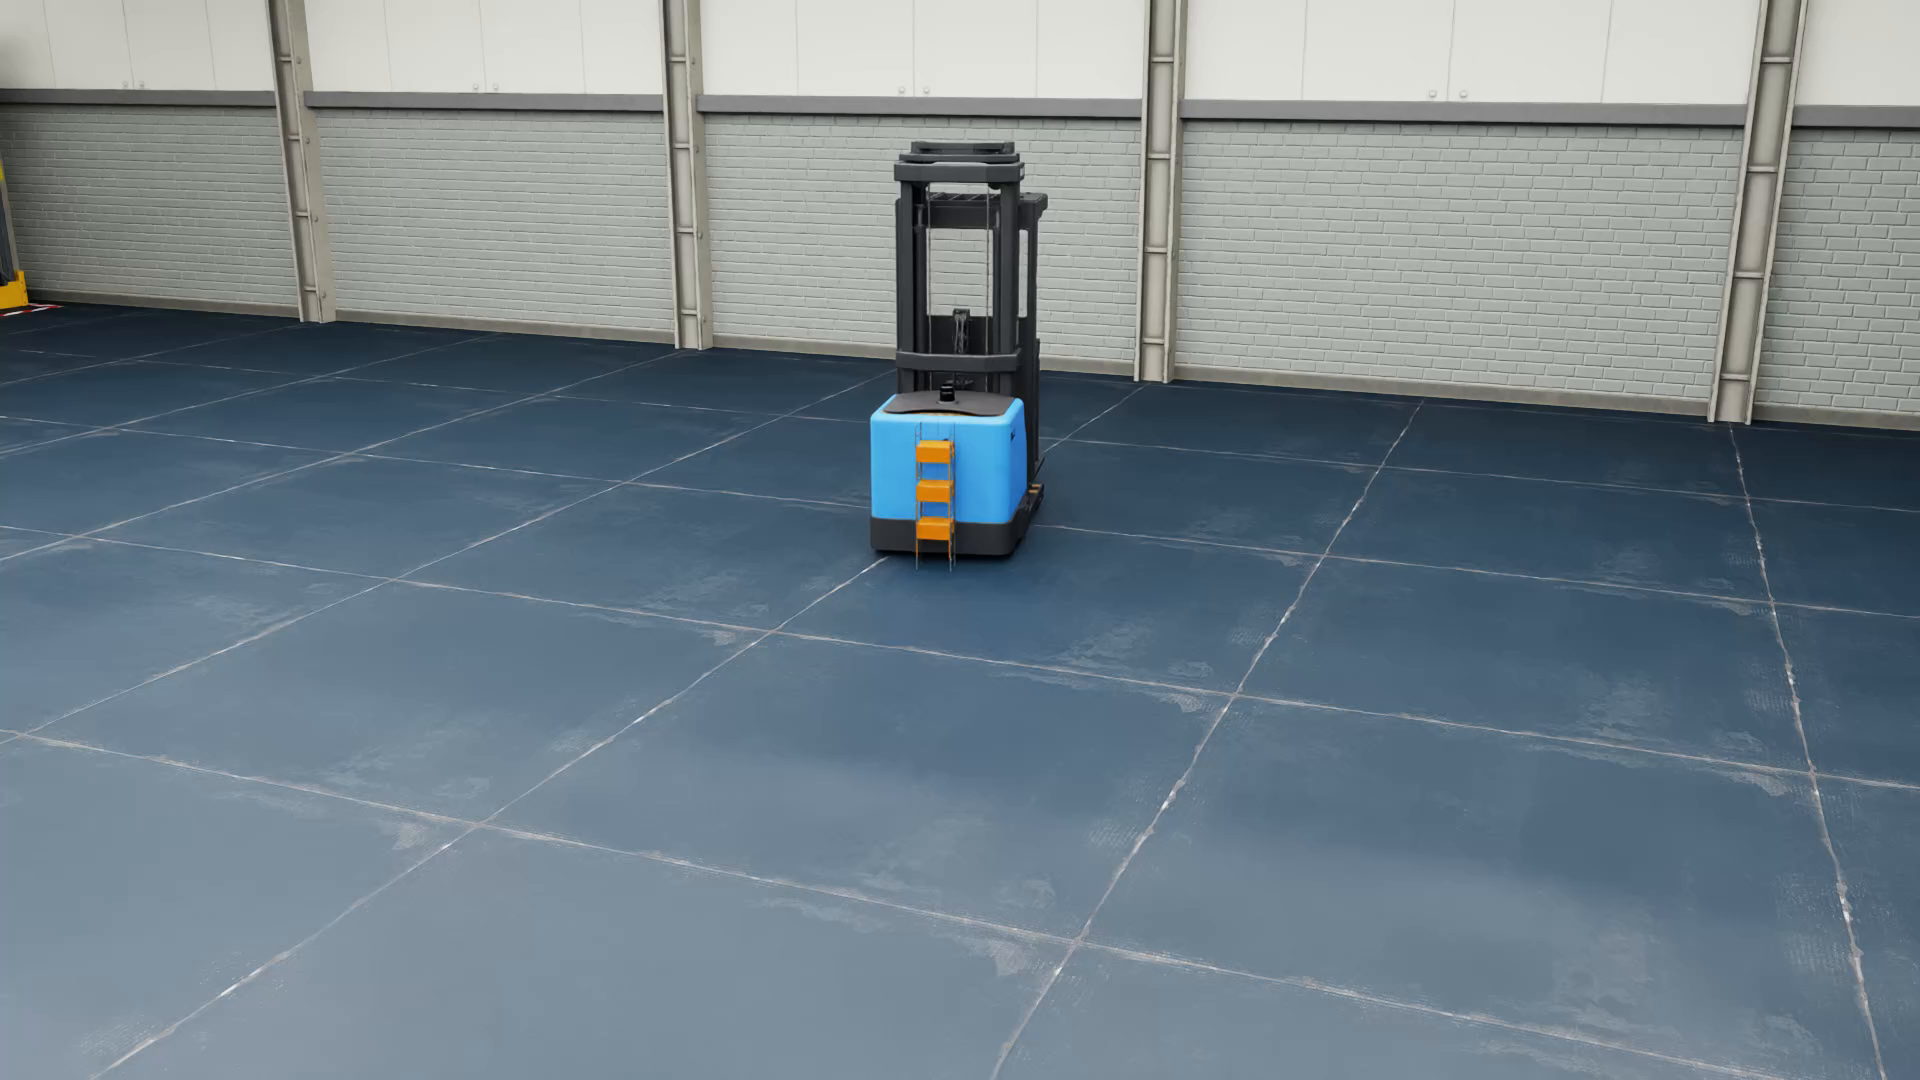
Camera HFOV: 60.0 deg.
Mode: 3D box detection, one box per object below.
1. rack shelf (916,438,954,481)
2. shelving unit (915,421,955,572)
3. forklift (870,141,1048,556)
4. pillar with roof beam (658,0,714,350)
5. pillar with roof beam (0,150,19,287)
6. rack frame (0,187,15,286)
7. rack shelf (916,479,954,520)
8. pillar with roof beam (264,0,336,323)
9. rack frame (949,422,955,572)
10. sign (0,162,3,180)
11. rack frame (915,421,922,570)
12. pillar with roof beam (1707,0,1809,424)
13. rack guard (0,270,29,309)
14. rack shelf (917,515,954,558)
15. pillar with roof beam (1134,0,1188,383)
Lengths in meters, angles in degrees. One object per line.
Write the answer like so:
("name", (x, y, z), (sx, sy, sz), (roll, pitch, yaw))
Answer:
("rack shelf", (-0.174, -0.570, 11.772), (0.240, 0.259, 0.215), (3, 16, 9))
("shelving unit", (-0.174, -0.307, 11.849), (0.252, 1.050, 0.215), (3, 16, 9))
("forklift", (0.090, -1.662, 13.140), (1.130, 2.935, 3.031), (3, 16, 9))
("pillar with roof beam", (-4.946, -5.649, 15.993), (0.400, 9.000, 9.100), (6, 17, 21))
("pillar with roof beam", (-16.109, -6.877, 20.221), (0.400, 9.000, 9.100), (6, 17, 21))
("rack frame", (-14.212, -4.807, 23.853), (0.127, 3.000, 1.000), (6, 17, 21))
("rack shelf", (-0.174, -0.297, 11.852), (0.240, 0.259, 0.215), (3, 16, 9))
("pillar with roof beam", (-10.527, -6.263, 18.107), (0.400, 9.000, 9.100), (6, 17, 21))
("rack frame", (-0.054, -0.302, 11.830), (0.008, 1.050, 0.200), (3, 16, 9))
("sign", (-14.003, -5.405, 24.215), (0.005, 0.325, 0.100), (6, 17, 21))
("rack frame", (-0.294, -0.313, 11.868), (0.008, 1.050, 0.200), (3, 16, 9))
("pillar with roof beam", (6.217, -4.422, 11.765), (0.400, 9.000, 9.100), (6, 17, 21))
("rack guard", (-14.190, -3.605, 24.193), (0.348, 0.500, 1.175), (6, 17, 21))
("rack shelf", (-0.174, -0.030, 11.930), (0.240, 0.259, 0.215), (3, 16, 9))
("pillar with roof beam", (0.636, -5.036, 13.879), (0.400, 9.000, 9.100), (6, 17, 21))
